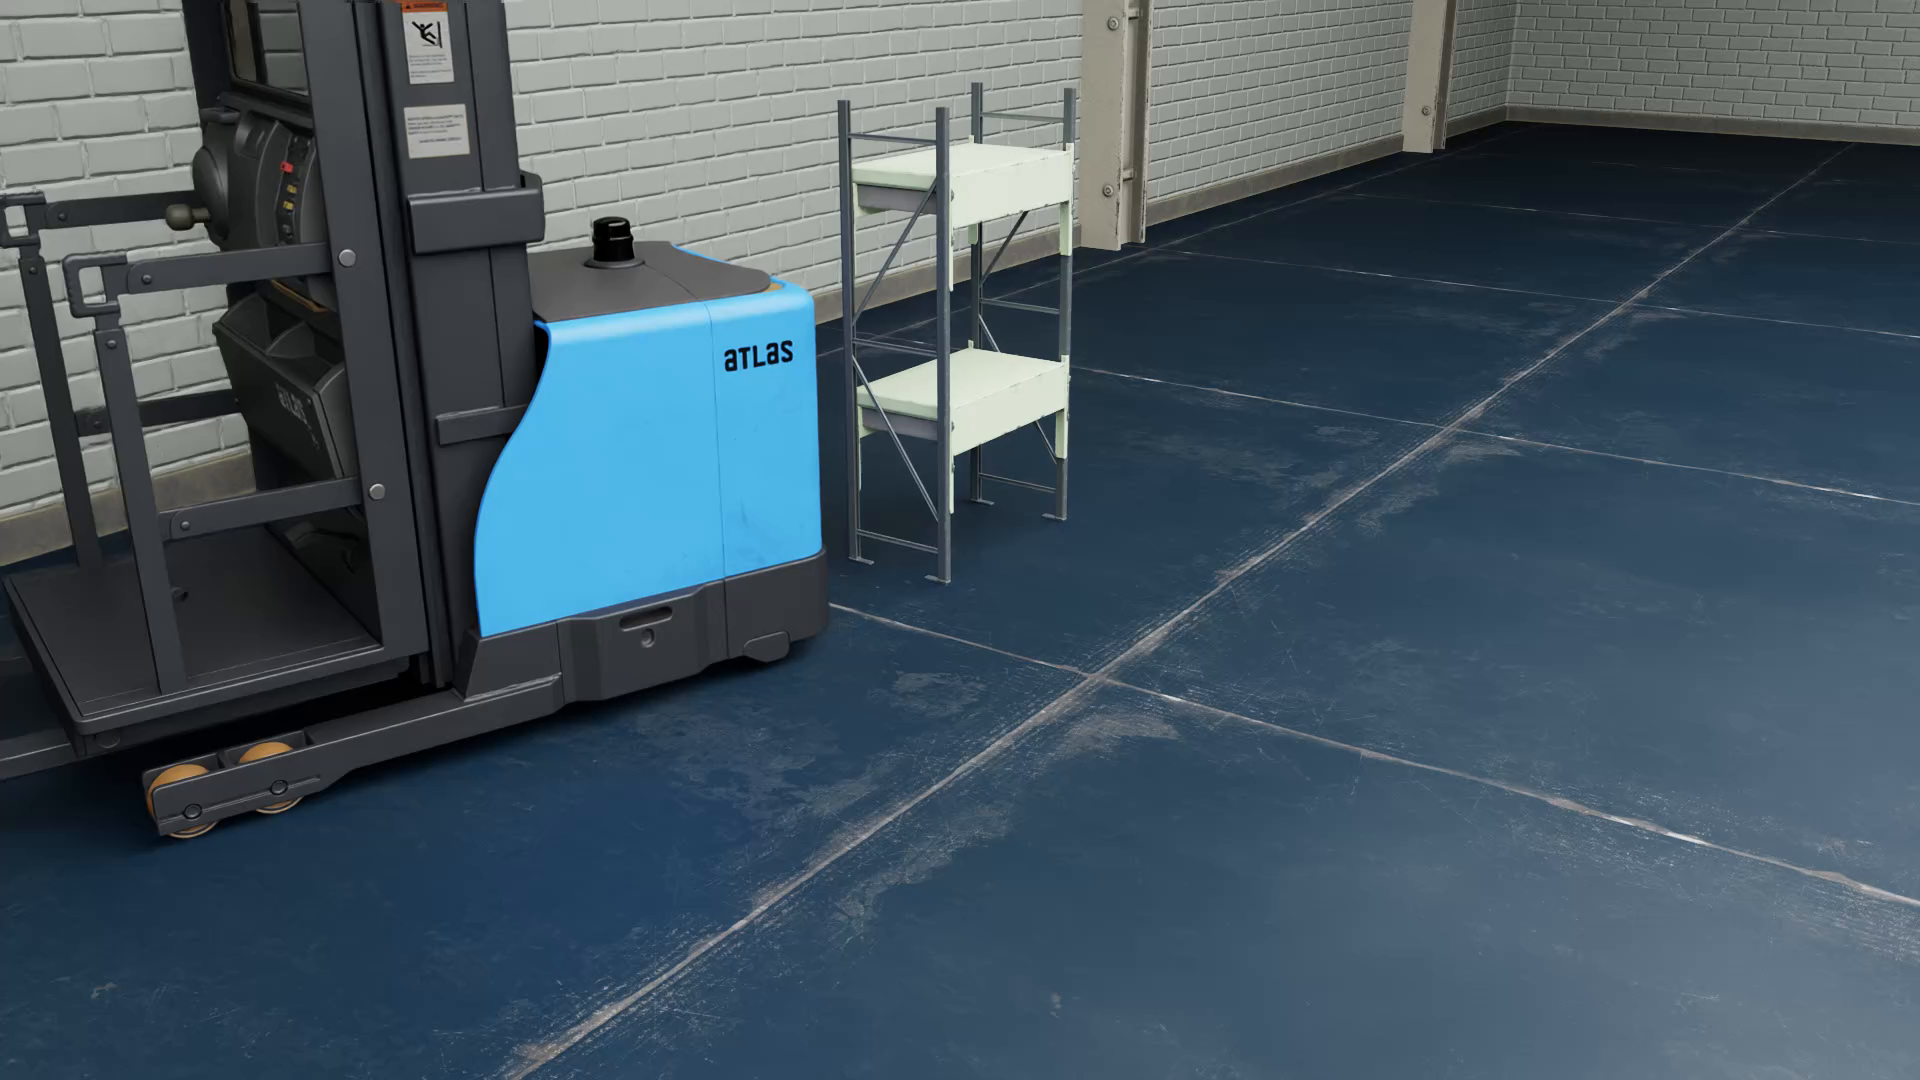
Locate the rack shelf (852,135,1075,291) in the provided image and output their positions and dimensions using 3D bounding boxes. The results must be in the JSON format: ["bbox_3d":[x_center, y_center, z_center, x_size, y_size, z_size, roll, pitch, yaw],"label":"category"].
[{"bbox_3d":[0.004,-1.071,5.375,0.431,0.370,0.720,13,24,32],"label":"rack shelf"}]

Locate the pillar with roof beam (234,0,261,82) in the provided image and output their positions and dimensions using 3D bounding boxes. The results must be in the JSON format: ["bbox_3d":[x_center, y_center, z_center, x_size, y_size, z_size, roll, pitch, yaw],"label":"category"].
[{"bbox_3d":[1.197,-3.640,2.635,9.100,9.000,0.400,13,24,32],"label":"pillar with roof beam"}]

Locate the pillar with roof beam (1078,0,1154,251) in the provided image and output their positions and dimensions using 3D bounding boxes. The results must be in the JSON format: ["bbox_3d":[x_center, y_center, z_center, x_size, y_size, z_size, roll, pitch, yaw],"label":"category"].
[{"bbox_3d":[4.570,-5.362,7.290,9.100,9.000,0.400,13,24,32],"label":"pillar with roof beam"}]

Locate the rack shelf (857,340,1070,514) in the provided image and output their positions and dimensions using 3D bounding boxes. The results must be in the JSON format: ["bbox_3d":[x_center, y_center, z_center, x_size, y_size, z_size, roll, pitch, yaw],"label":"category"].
[{"bbox_3d":[0.004,-0.400,5.623,0.431,0.370,0.720,13,24,32],"label":"rack shelf"}]

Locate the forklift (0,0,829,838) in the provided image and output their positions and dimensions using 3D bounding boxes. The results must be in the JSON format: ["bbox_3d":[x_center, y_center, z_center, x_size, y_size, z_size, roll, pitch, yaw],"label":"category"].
[{"bbox_3d":[-1.875,-0.887,3.937,3.031,2.935,1.130,-14,25,-34],"label":"forklift"}]

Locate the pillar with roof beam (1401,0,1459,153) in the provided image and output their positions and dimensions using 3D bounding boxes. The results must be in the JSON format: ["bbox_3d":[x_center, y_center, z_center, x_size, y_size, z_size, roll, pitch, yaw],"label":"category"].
[{"bbox_3d":[7.943,-7.083,11.944,9.100,9.000,0.400,13,24,32],"label":"pillar with roof beam"}]

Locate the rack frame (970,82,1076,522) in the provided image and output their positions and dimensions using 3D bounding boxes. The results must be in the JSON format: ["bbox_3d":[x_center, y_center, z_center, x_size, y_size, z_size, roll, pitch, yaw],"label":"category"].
[{"bbox_3d":[0.209,-0.810,5.794,0.400,1.500,0.023,13,24,32],"label":"rack frame"}]

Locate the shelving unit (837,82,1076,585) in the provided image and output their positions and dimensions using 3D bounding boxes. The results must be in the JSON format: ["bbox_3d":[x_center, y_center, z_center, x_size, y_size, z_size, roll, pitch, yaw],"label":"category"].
[{"bbox_3d":[0.004,-0.705,5.510,0.431,1.500,0.755,13,24,32],"label":"shelving unit"}]

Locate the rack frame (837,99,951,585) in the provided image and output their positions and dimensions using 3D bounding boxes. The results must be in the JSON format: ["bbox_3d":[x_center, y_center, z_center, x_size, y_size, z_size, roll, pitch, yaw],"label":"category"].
[{"bbox_3d":[-0.202,-0.600,5.226,0.400,1.500,0.023,13,24,32],"label":"rack frame"}]
